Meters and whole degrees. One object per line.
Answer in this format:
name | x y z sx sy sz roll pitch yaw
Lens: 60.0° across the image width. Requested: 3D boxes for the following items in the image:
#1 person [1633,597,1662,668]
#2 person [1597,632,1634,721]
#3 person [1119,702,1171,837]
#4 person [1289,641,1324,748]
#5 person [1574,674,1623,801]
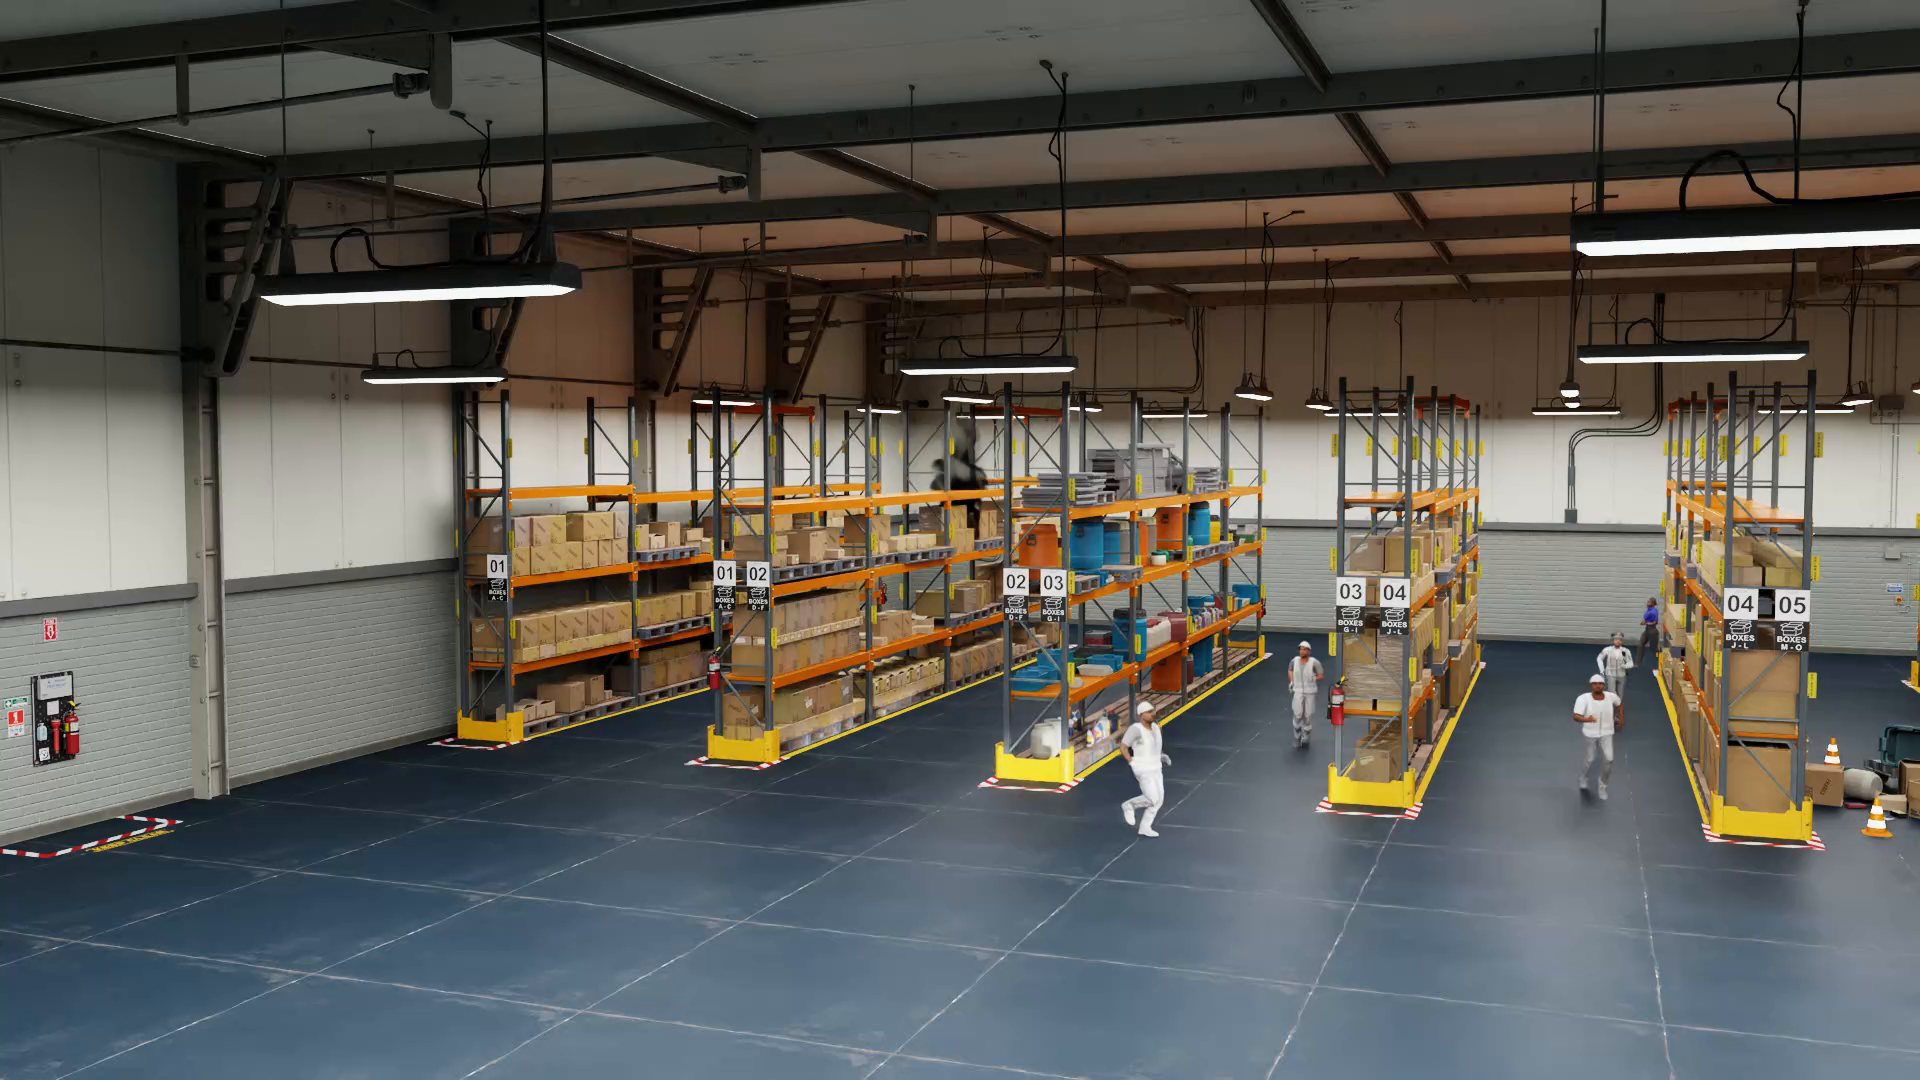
person | 15.698 2.119 37.628 0.894 1.665 0.603 0 3 4
person | 11.891 2.493 30.145 0.582 1.672 0.647 1 3 13
person | 2.404 2.954 21.474 0.686 1.733 0.599 -3 4 -44
person | 5.762 2.593 27.780 0.620 1.806 0.709 1 3 20
person | 9.152 2.811 23.829 0.710 1.798 0.889 1 3 13
